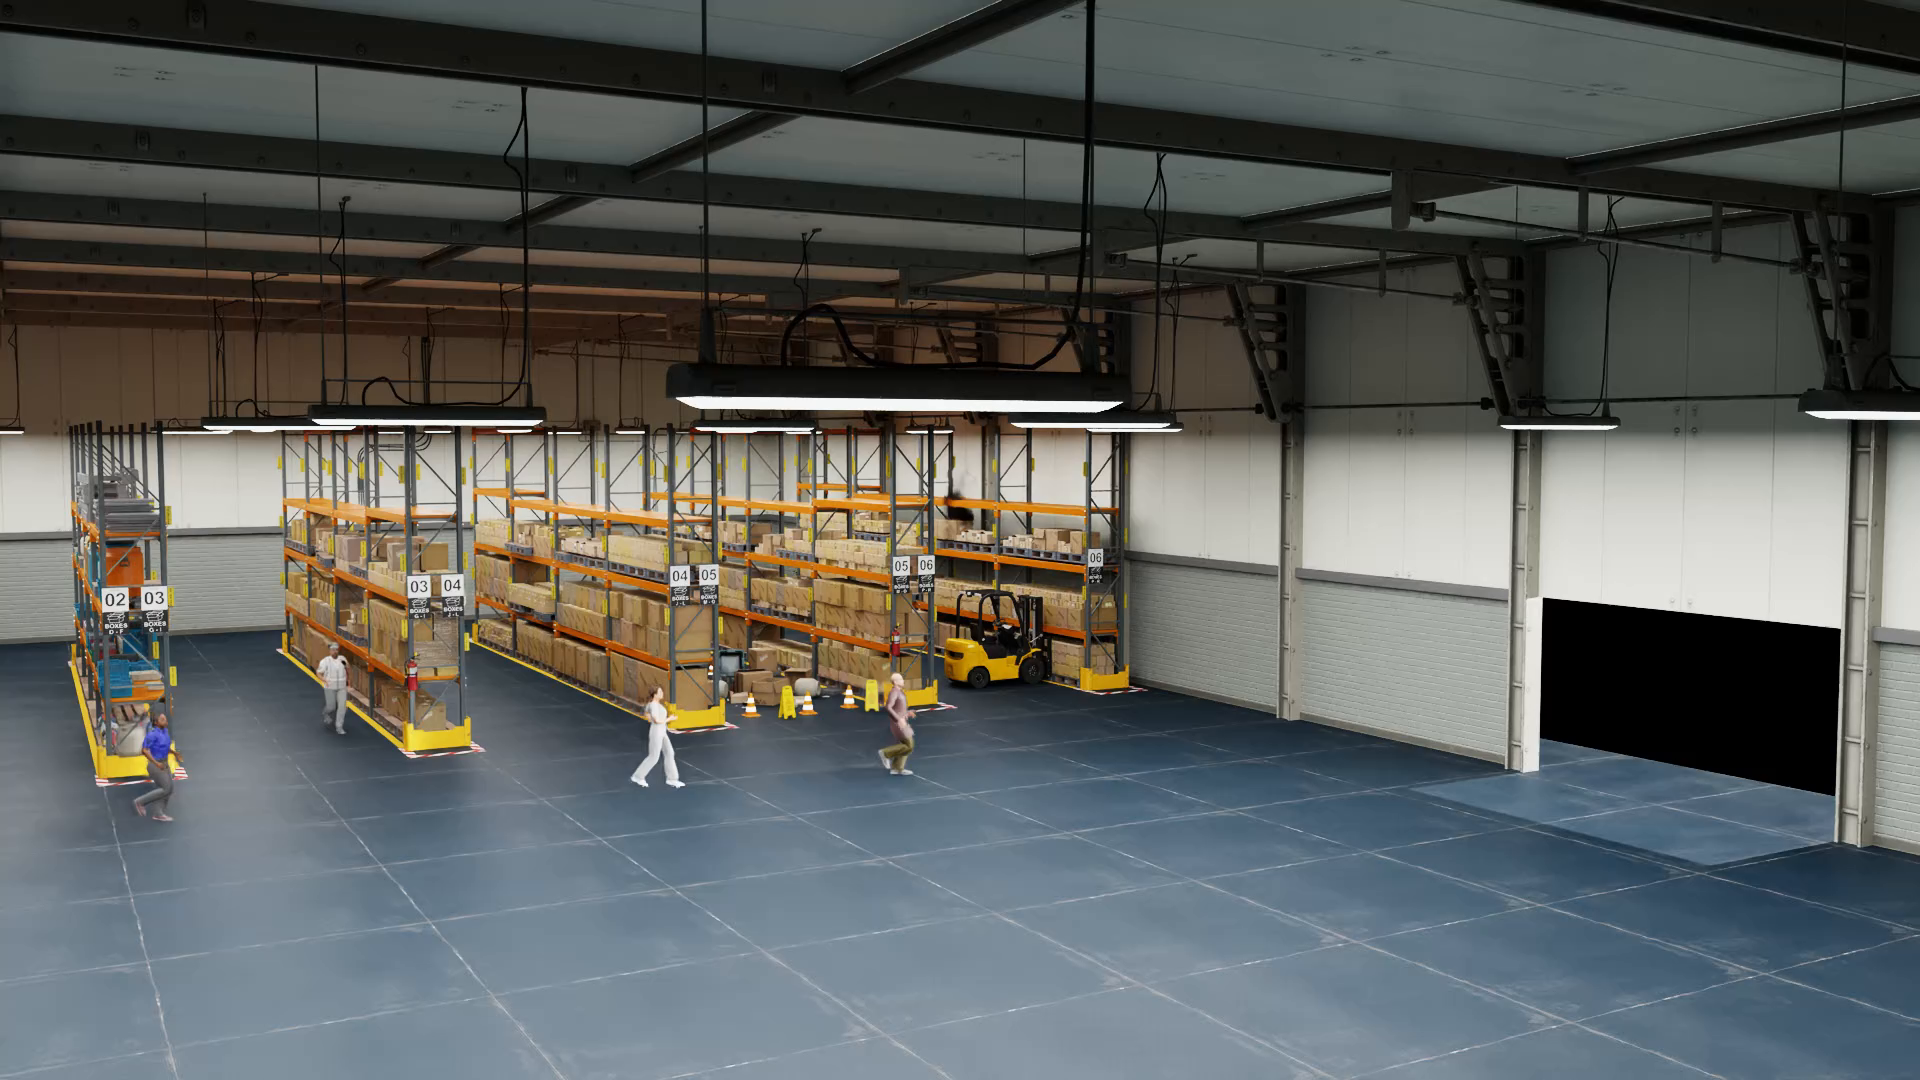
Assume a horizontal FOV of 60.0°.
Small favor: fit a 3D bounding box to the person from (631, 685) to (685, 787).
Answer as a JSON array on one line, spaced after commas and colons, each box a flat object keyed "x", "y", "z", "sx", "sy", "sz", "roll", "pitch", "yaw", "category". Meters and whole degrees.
[{"x": -4.908, "y": 3.189, "z": 26.983, "sx": 0.862, "sy": 1.681, "sz": 0.561, "roll": 0, "pitch": 4, "yaw": -4, "category": "person"}]

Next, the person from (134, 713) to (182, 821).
[{"x": -11.976, "y": 3.387, "z": 24.854, "sx": 0.598, "sy": 1.628, "sz": 0.572, "roll": 0, "pitch": 4, "yaw": -2, "category": "person"}]

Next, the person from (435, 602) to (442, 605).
[{"x": -14.635, "y": 2.009, "z": 46.828, "sx": 0.652, "sy": 1.706, "sz": 0.850, "roll": 2, "pitch": 4, "yaw": 27, "category": "person"}]

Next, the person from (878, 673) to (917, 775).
[{"x": -1.061, "y": 3.121, "z": 28.166, "sx": 0.637, "sy": 1.733, "sz": 0.710, "roll": 0, "pitch": 4, "yaw": 2, "category": "person"}]

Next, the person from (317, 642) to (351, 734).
[{"x": -12.165, "y": 2.860, "z": 32.369, "sx": 0.663, "sy": 1.772, "sz": 0.816, "roll": -3, "pitch": 4, "yaw": -36, "category": "person"}]
